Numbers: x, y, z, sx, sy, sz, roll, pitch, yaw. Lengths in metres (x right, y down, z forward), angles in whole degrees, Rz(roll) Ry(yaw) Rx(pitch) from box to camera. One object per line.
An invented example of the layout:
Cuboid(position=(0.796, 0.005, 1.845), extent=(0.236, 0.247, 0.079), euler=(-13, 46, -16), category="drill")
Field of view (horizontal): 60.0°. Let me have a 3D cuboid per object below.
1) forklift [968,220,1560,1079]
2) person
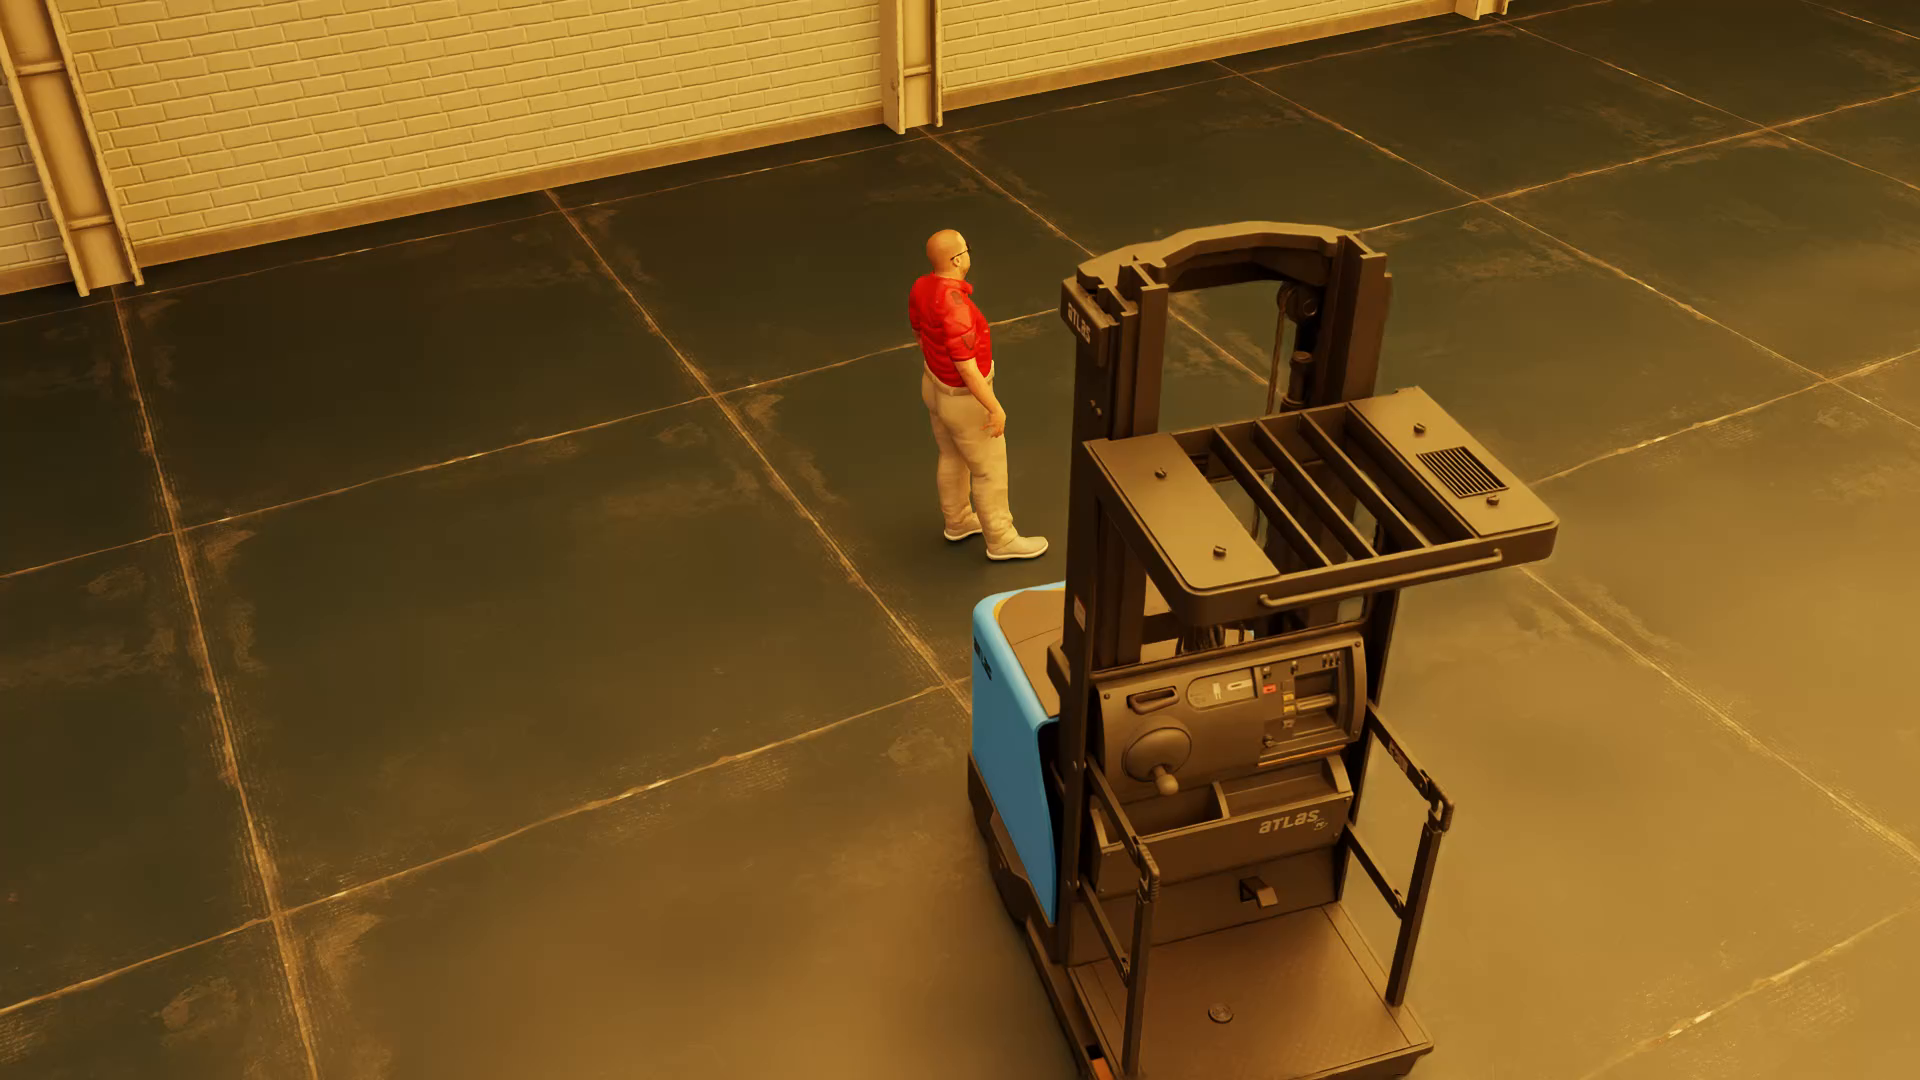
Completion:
Cuboid(position=(0.956, 0.634, 5.227), extent=(1.130, 2.935, 3.031), euler=(-10, 37, -14), category="forklift")
Cuboid(position=(0.085, -0.730, 8.185), extent=(0.551, 1.727, 0.640), euler=(-17, 39, -23), category="person")
